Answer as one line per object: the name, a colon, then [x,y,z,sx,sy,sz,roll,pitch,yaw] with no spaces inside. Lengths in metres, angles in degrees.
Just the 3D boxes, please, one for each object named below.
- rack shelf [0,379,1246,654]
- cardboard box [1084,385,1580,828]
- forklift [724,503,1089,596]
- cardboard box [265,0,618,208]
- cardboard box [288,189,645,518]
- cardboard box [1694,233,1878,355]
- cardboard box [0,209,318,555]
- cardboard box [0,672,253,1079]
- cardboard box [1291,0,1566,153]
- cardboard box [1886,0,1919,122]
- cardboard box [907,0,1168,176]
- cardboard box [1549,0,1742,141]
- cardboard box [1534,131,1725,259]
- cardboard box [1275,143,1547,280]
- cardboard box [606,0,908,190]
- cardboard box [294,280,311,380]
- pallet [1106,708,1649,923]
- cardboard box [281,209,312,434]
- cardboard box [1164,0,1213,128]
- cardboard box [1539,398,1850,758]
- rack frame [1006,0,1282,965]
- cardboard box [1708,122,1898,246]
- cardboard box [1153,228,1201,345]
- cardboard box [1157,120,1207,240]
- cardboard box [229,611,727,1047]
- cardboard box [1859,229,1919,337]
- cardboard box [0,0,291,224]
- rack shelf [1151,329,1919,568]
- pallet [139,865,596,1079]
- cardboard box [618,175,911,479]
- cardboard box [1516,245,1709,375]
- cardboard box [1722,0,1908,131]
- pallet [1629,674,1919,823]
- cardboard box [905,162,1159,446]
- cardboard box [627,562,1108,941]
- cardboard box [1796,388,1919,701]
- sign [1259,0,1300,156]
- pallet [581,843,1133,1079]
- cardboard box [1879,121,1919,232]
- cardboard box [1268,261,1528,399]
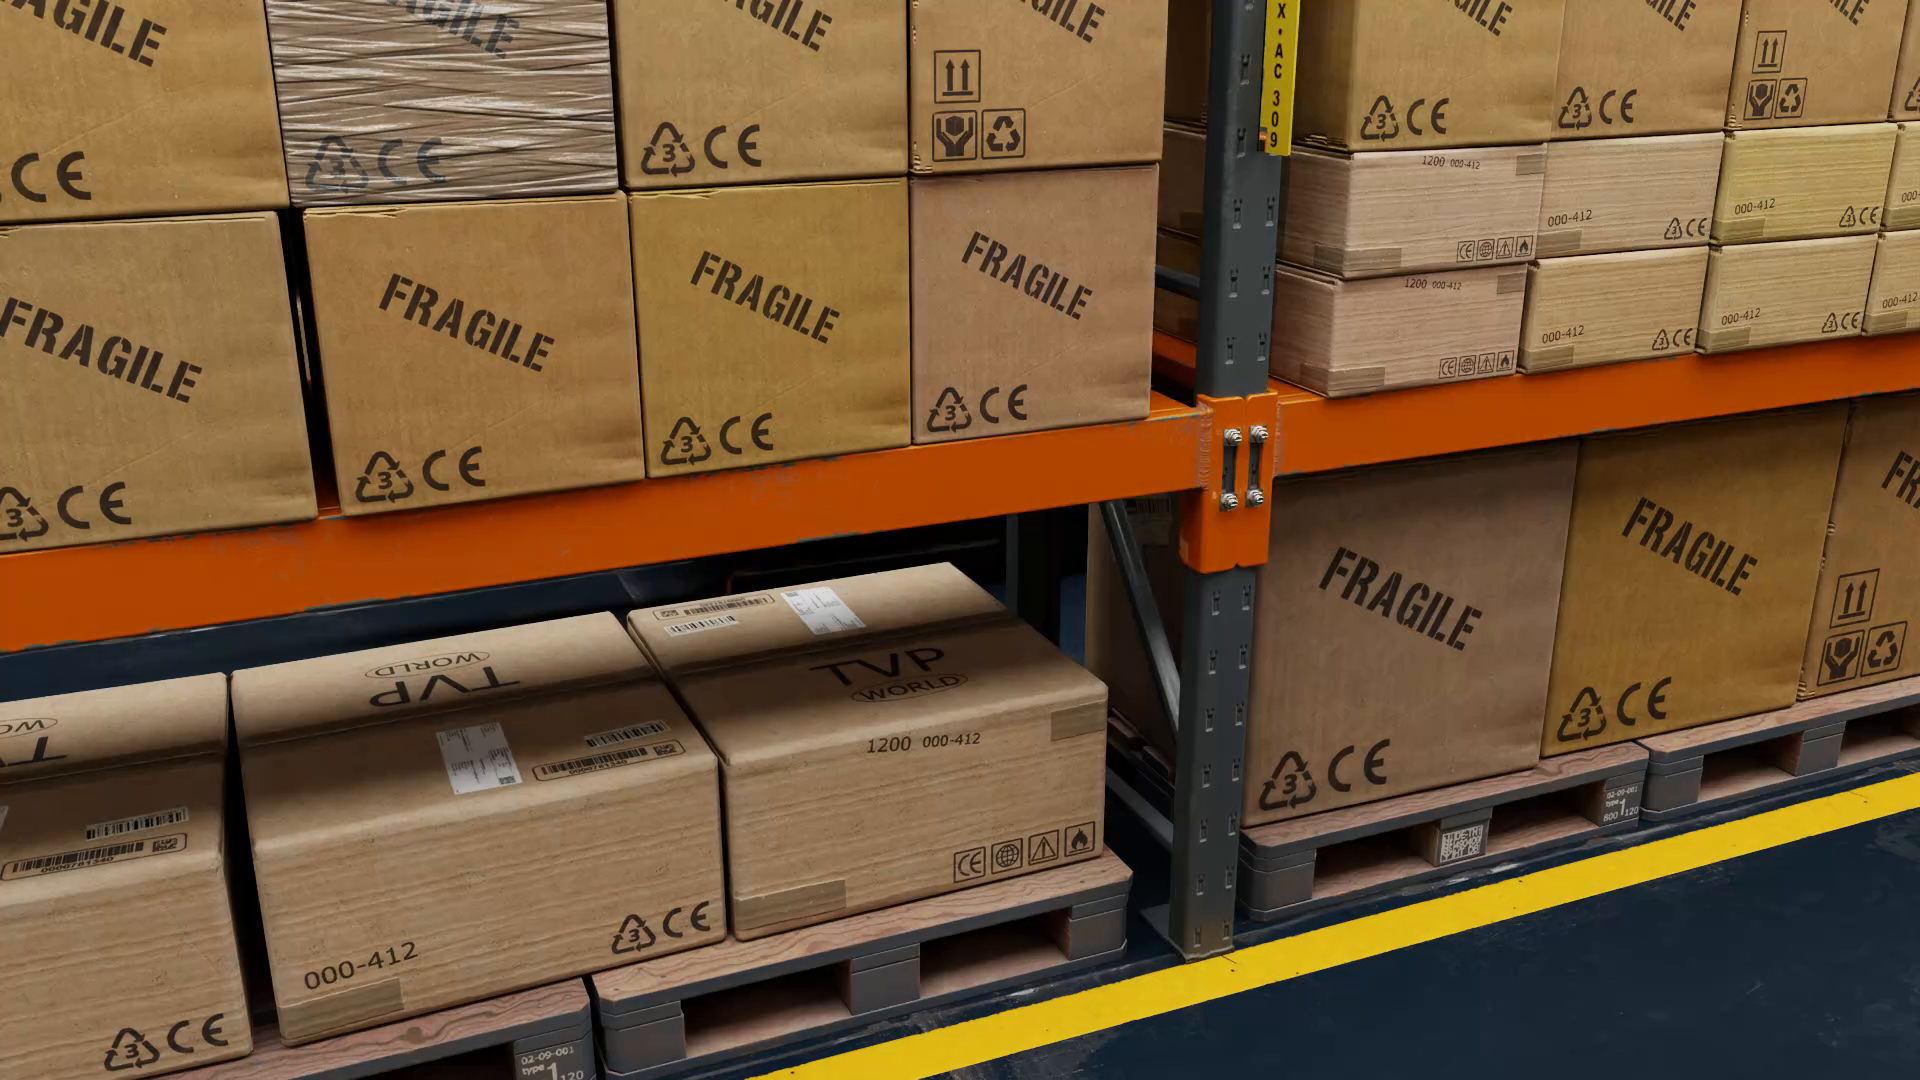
rack shelf: [-1.462,-0.007,3.110,4.000,0.370,1.077,-8,21,-22]
cardboard box: [0.912,0.088,4.321,0.875,0.875,0.875,-7,21,-20]
forklift: [-0.641,-1.322,5.863,3.031,2.935,1.130,-7,21,-19]
cardboard box: [-0.882,-0.848,2.758,0.500,0.500,0.500,-8,21,-21]
cardboard box: [-0.876,-0.378,2.928,0.500,0.500,0.500,-8,21,-23]
cardboard box: [1.834,-0.647,4.070,0.500,0.250,0.500,-8,21,-22]
cardboard box: [-1.363,-0.314,2.746,0.500,0.500,0.500,-7,21,-20]
cardboard box: [-1.895,0.687,3.281,0.875,0.438,0.875,-8,21,-20]
cardboard box: [0.892,-1.099,3.470,0.500,0.500,0.500,-8,21,-21]
cardboard box: [2.282,-1.309,4.068,0.500,0.500,0.500,-9,21,-23]
cardboard box: [0.051,-0.982,3.139,0.500,0.500,0.500,-8,21,-22]
cardboard box: [1.349,-1.174,3.684,0.500,0.500,0.500,-8,21,-22]
cardboard box: [1.358,-0.824,3.818,0.500,0.250,0.500,-8,21,-21]
cardboard box: [0.890,-0.747,3.599,0.500,0.250,0.500,-9,21,-23]
cardboard box: [-0.419,-0.918,2.957,0.500,0.500,0.500,-8,21,-23]
cardboard box: [-2.915,-0.904,7.706,0.500,0.500,0.700,-9,21,-24]
pallet: [1.053,0.581,4.554,1.213,0.211,1.003,-8,21,-22]
cardboard box: [-1.556,-0.479,3.215,0.500,0.500,0.500,-7,21,-20]
cardboard box: [0.685,-1.264,3.939,0.500,0.500,0.500,-7,21,-20]
cardboard box: [1.738,-0.033,4.666,0.875,0.875,0.875,-8,21,-20]
rack frame: [0.374,-0.610,3.737,0.127,3.000,1.000,-8,21,-22]
cardboard box: [1.832,-0.882,3.984,0.500,0.250,0.500,-8,21,-21]
cardboard box: [0.687,-0.675,4.148,0.500,0.250,0.500,-9,21,-23]
cardboard box: [0.683,-0.907,4.054,0.500,0.250,0.500,-8,21,-22]
cardboard box: [-1.066,0.569,3.616,0.875,0.438,0.875,-9,21,-24]
cardboard box: [2.297,-0.710,4.249,0.500,0.250,0.500,-9,21,-23]
cardboard box: [-1.346,-0.785,2.578,0.500,0.500,0.500,-8,21,-22]
rack shelf: [2.211,-0.534,4.604,4.000,0.370,1.077,-8,21,-22]
pallet: [-1.477,0.944,3.525,1.213,0.211,1.003,-8,21,-22]
cardboard box: [-0.420,-0.449,3.129,0.500,0.500,0.500,-9,21,-23]
cardboard box: [1.358,-0.585,3.893,0.500,0.250,0.500,-9,21,-23]
cardboard box: [1.810,-1.239,3.869,0.500,0.500,0.500,-9,21,-23]
pallet: [2.175,0.419,5.013,1.213,0.211,1.003,-8,21,-22]
cardboard box: [0.050,-0.518,3.326,0.500,0.500,0.500,-8,21,-21]
cardboard box: [-0.245,0.451,3.951,0.875,0.438,0.875,-8,21,-23]
cardboard box: [2.560,-0.150,4.999,0.875,0.875,0.875,-8,21,-21]
sign: [0.596,-0.886,3.100,0.005,0.325,0.100,-8,21,-22]
pallet: [-0.355,0.782,3.984,1.213,0.211,1.003,-8,21,-22]
cardboard box: [2.295,-0.949,4.175,0.500,0.250,0.500,-9,21,-24]
cardboard box: [0.883,-0.516,3.698,0.500,0.250,0.500,-9,21,-23]
